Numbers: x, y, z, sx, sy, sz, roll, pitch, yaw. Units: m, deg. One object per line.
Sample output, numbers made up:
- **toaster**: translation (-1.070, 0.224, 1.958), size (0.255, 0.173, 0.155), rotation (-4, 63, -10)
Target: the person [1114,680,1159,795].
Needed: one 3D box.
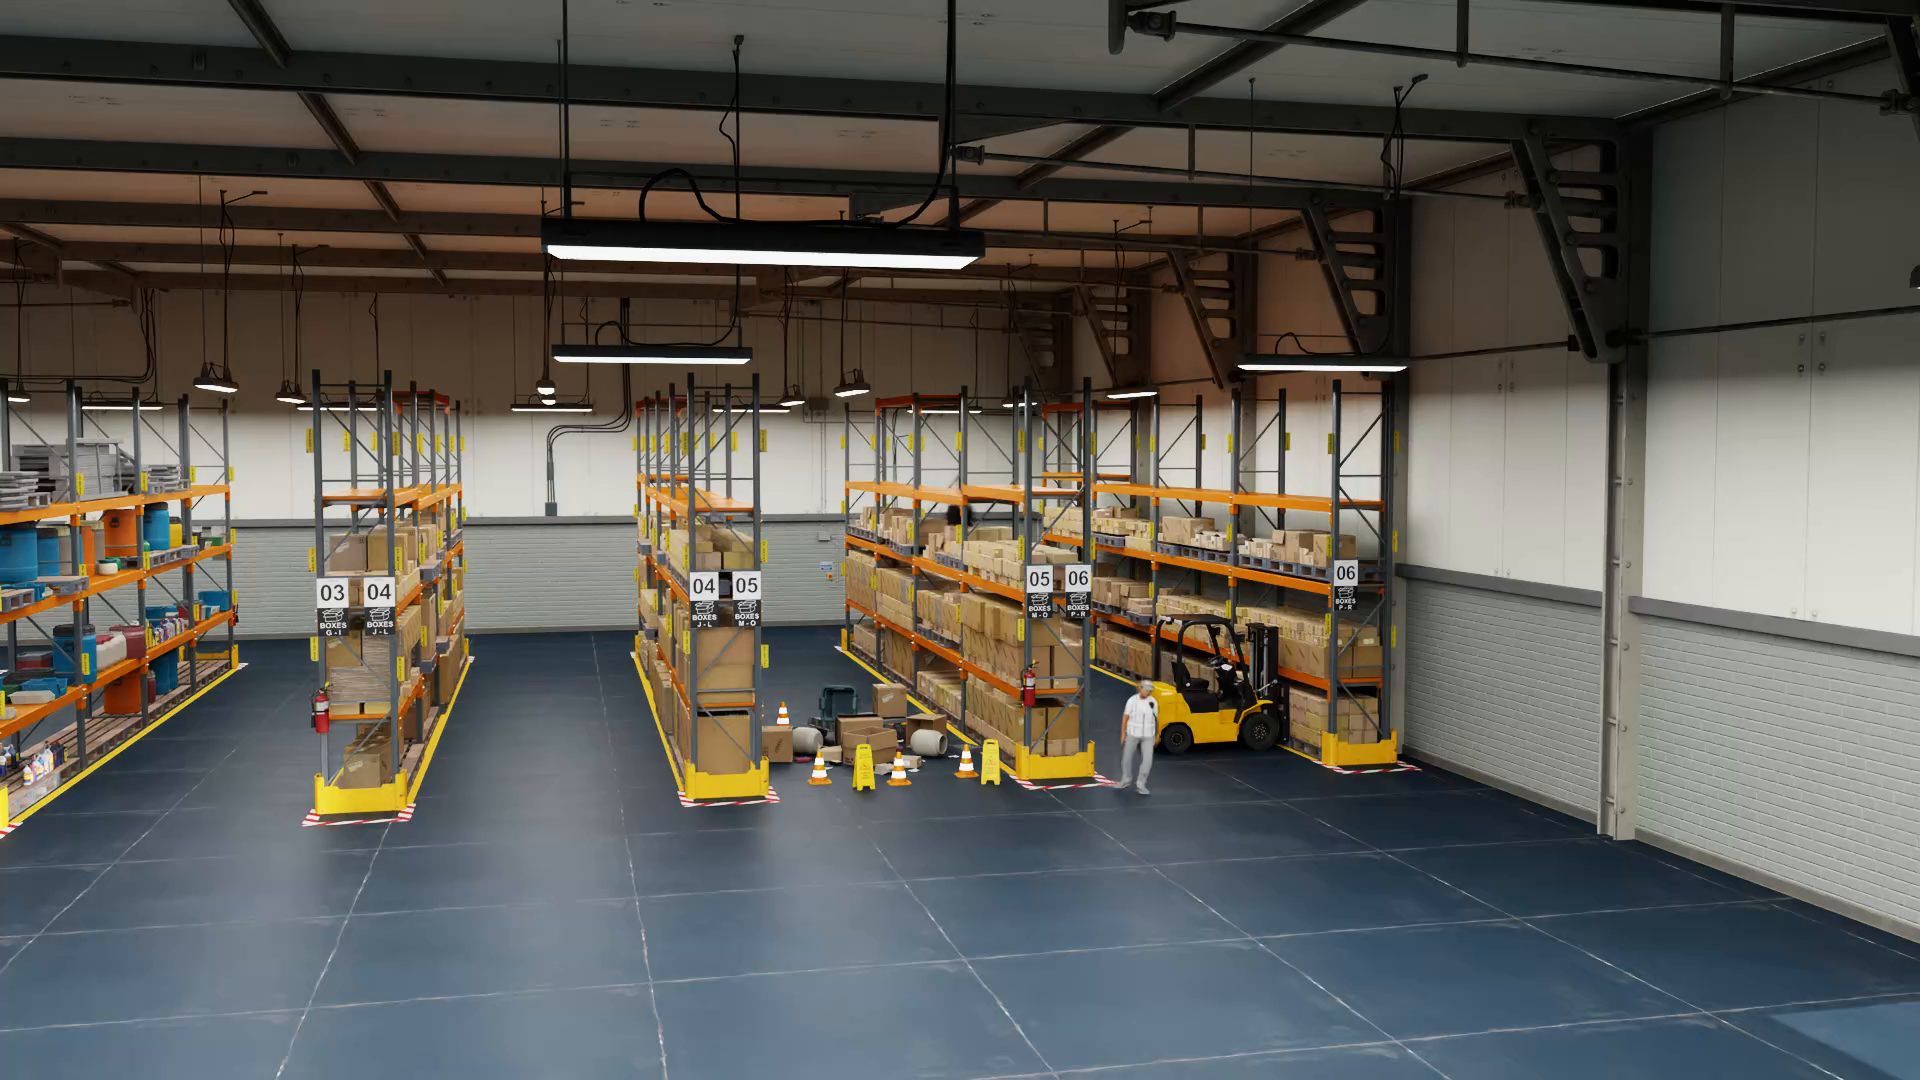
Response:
- **person**: translation (2.530, 2.808, 23.827), size (0.618, 1.645, 0.512), rotation (0, 3, -5)
